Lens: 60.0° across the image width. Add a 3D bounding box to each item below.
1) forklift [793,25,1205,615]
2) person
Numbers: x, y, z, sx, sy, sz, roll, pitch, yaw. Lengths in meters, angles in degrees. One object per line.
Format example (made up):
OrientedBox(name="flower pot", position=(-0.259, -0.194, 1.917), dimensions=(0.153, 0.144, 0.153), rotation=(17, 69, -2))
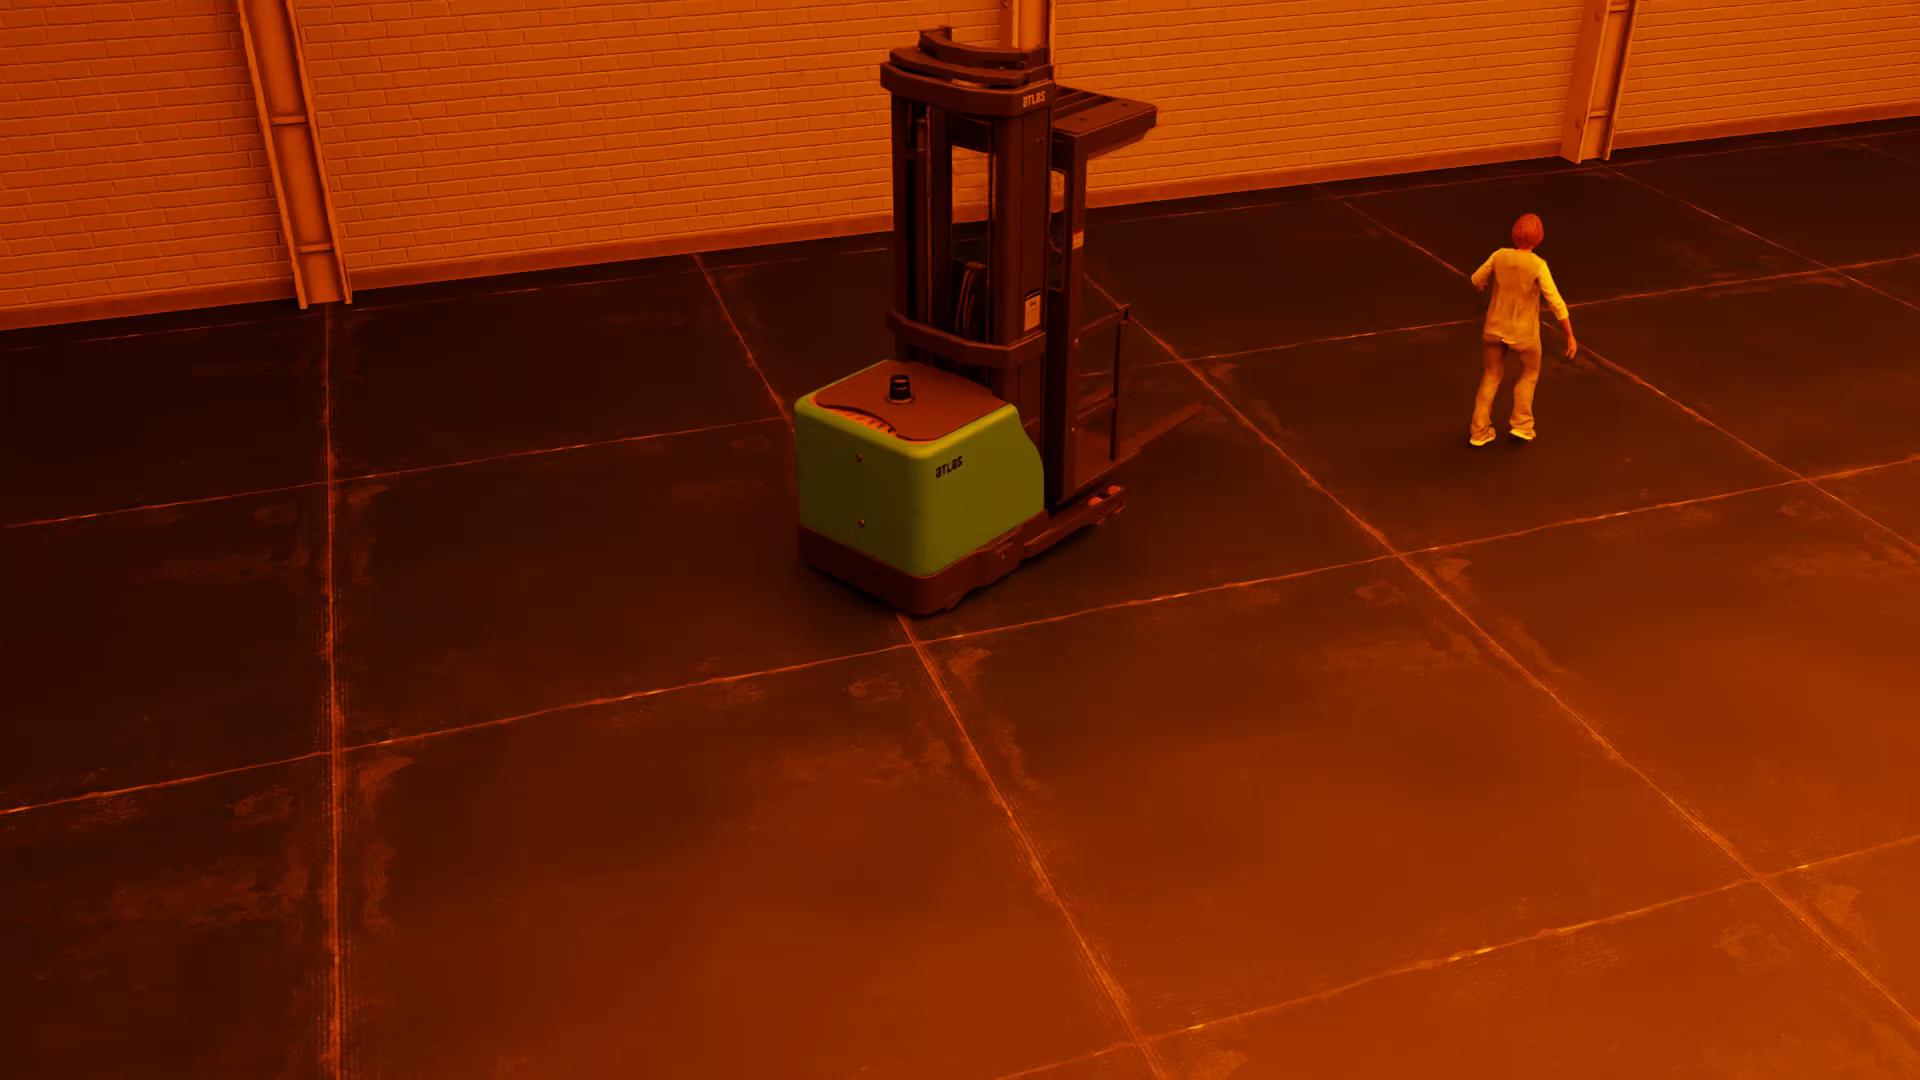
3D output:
OrientedBox(name="forklift", position=(0.399, -1.515, 9.719), dimensions=(1.130, 2.935, 3.031), rotation=(23, 37, 35))
OrientedBox(name="person", position=(3.632, -1.345, 10.839), dimensions=(0.835, 1.607, 0.526), rotation=(25, 38, 36))
